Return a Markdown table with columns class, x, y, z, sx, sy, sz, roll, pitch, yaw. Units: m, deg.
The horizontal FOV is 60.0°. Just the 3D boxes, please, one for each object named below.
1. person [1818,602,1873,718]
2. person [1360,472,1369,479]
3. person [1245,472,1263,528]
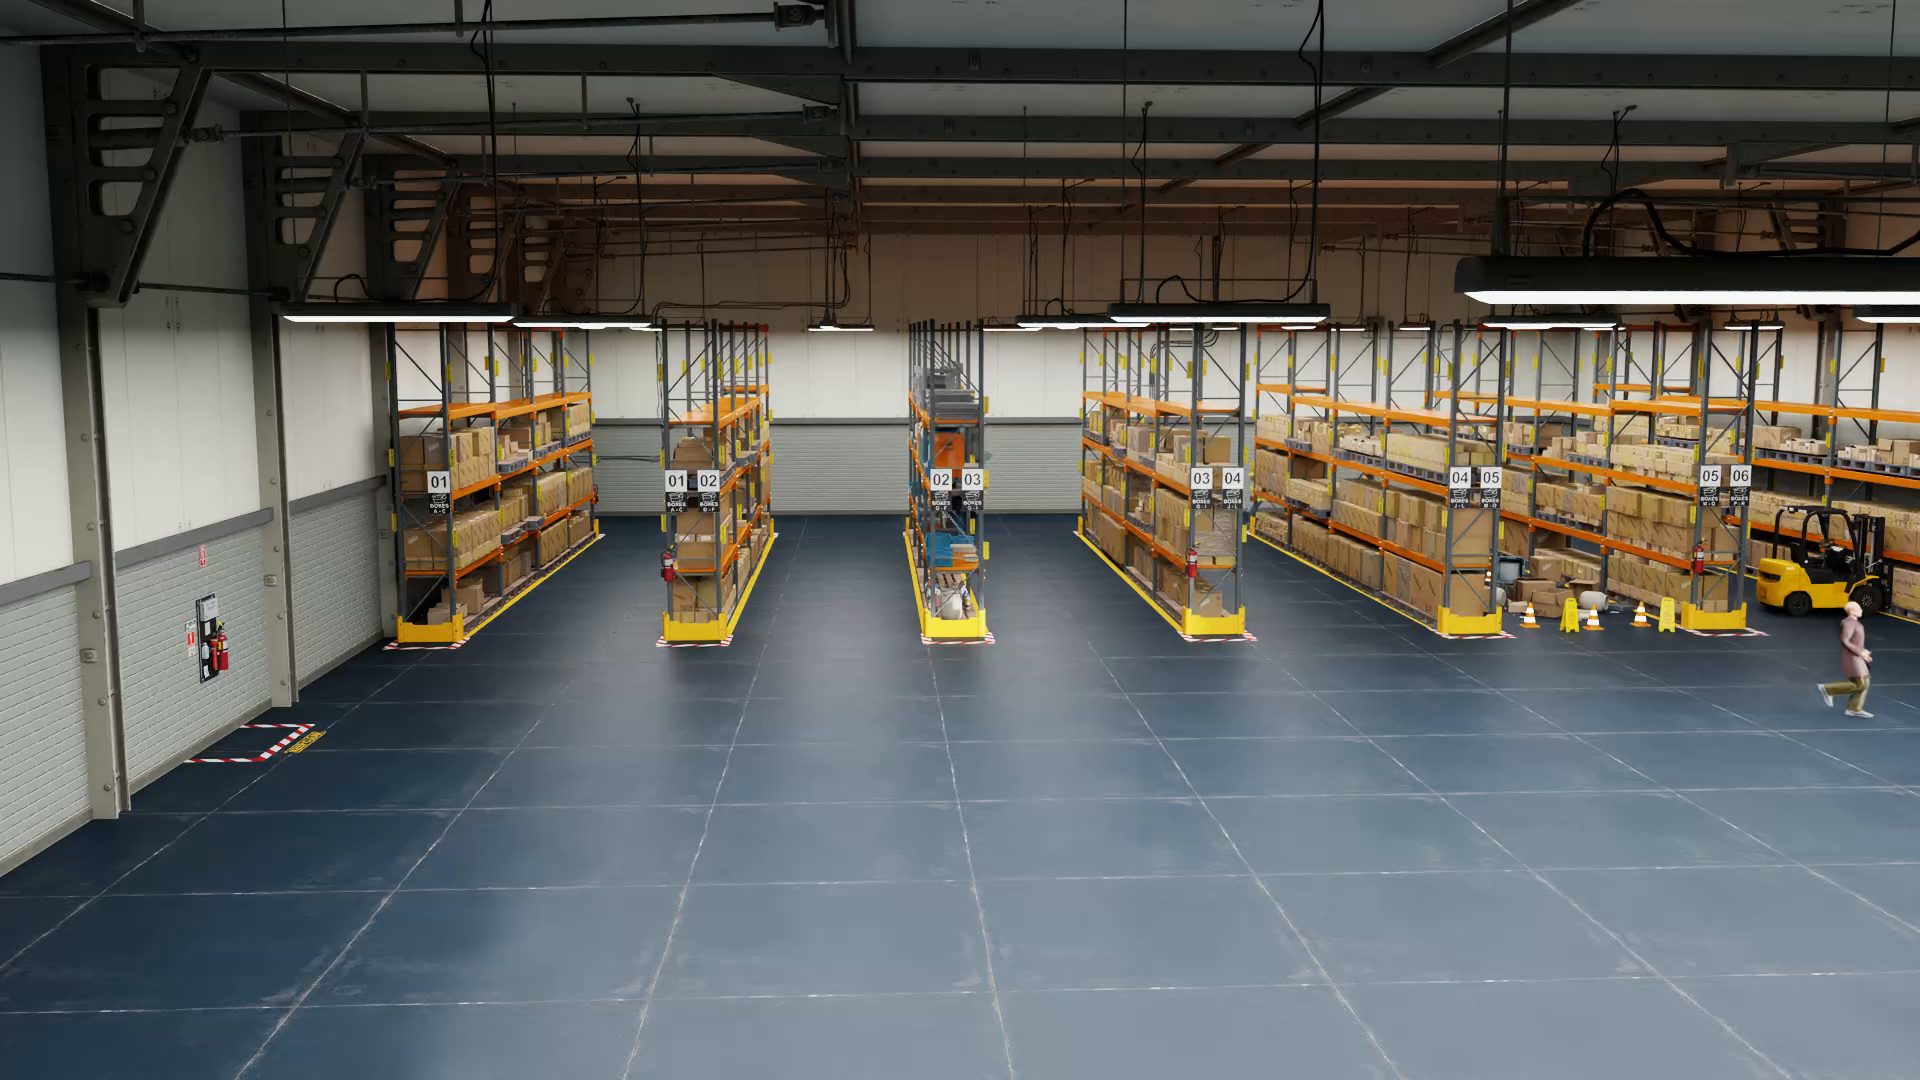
| class | x | y | z | sx | sy | sz | roll | pitch | yaw |
| --- | --- | --- | --- | --- | --- | --- | --- | --- | --- |
| person | 13.353 | 1.789 | 24.991 | 0.756 | 1.743 | 0.711 | 4 | 8 | 29 |
| person | 11.983 | -1.212 | 49.459 | 0.723 | 1.721 | 0.547 | -1 | 7 | -5 |
| person | 8.638 | -1.198 | 49.230 | 0.672 | 1.714 | 0.960 | 0 | 7 | -2 |
